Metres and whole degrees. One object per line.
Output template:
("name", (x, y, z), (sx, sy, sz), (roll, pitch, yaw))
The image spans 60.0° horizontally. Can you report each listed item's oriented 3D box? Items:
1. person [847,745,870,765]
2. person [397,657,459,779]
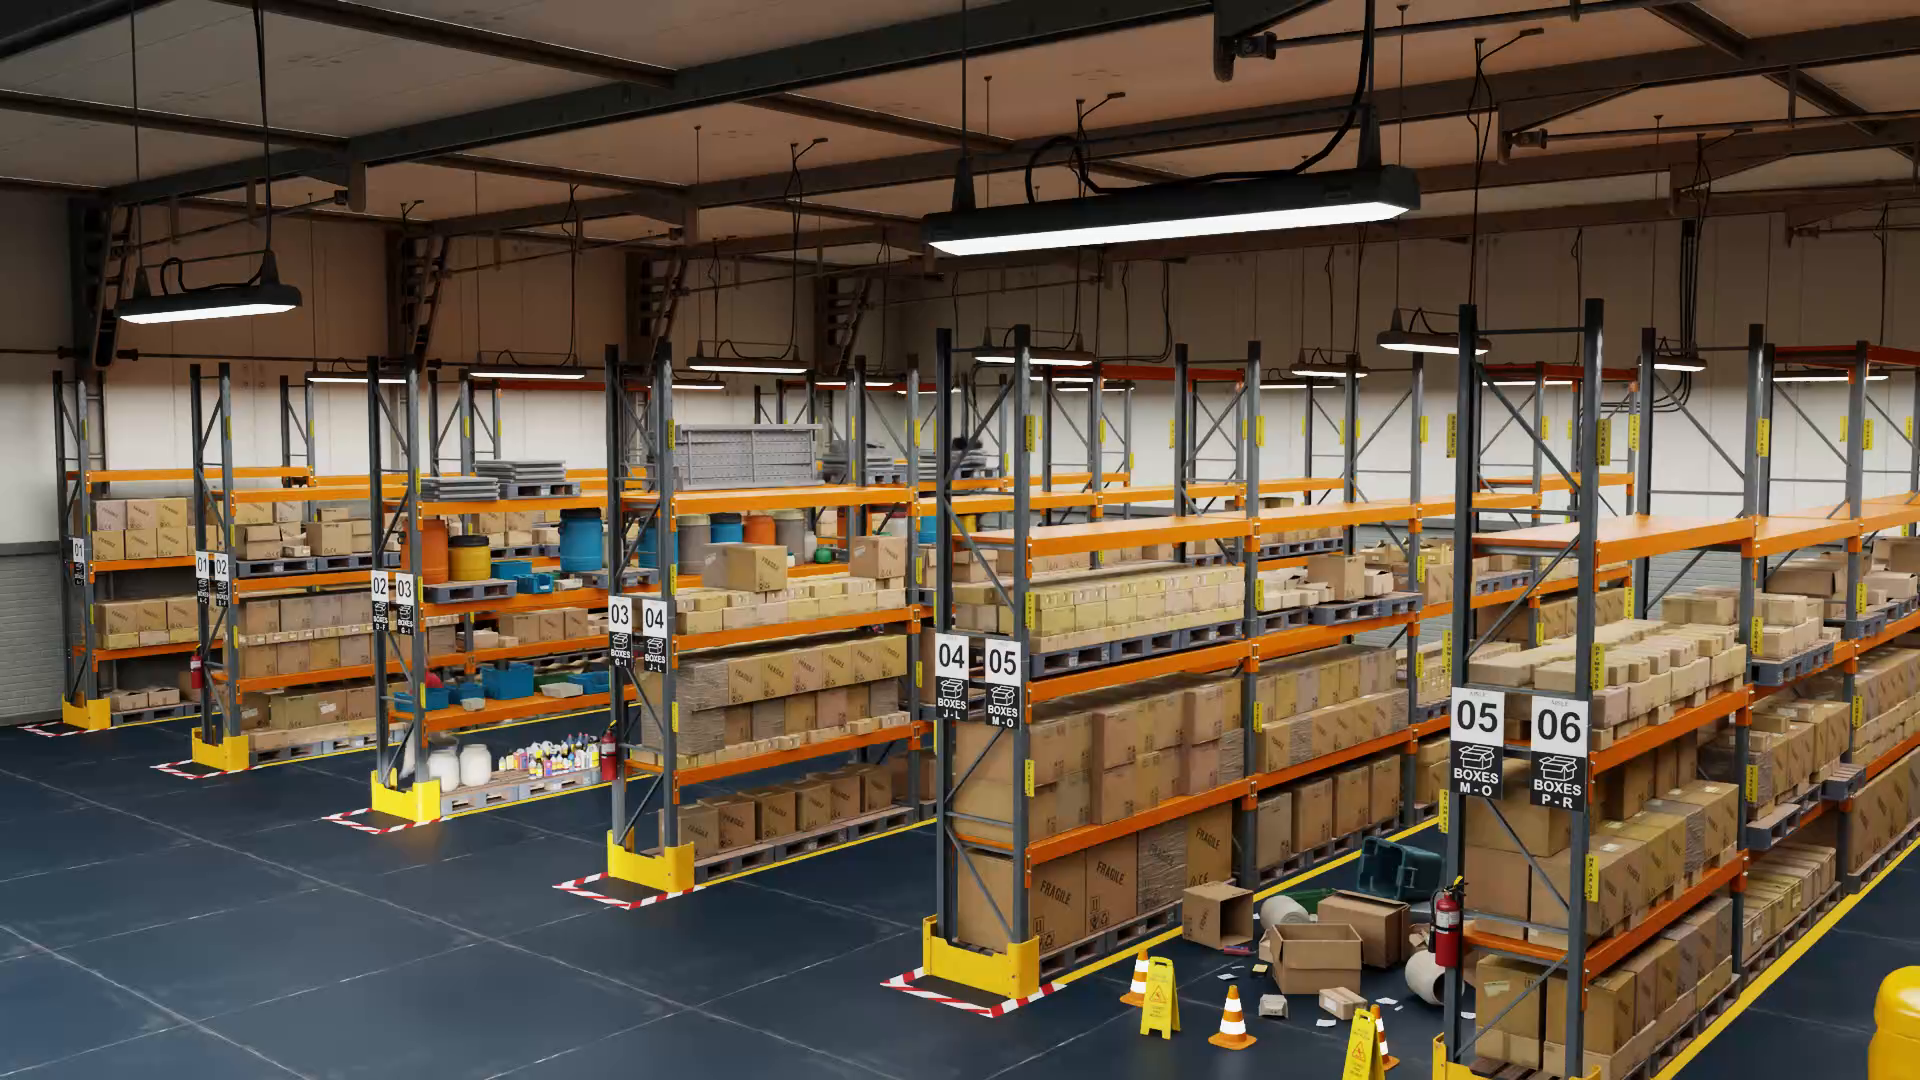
("person", (-1.589, 2.505, 24.832), (0.770, 1.721, 0.526), (2, 5, 27))
("person", (-7.809, 2.574, 24.394), (0.631, 1.747, 1.134), (2, 5, 24))
